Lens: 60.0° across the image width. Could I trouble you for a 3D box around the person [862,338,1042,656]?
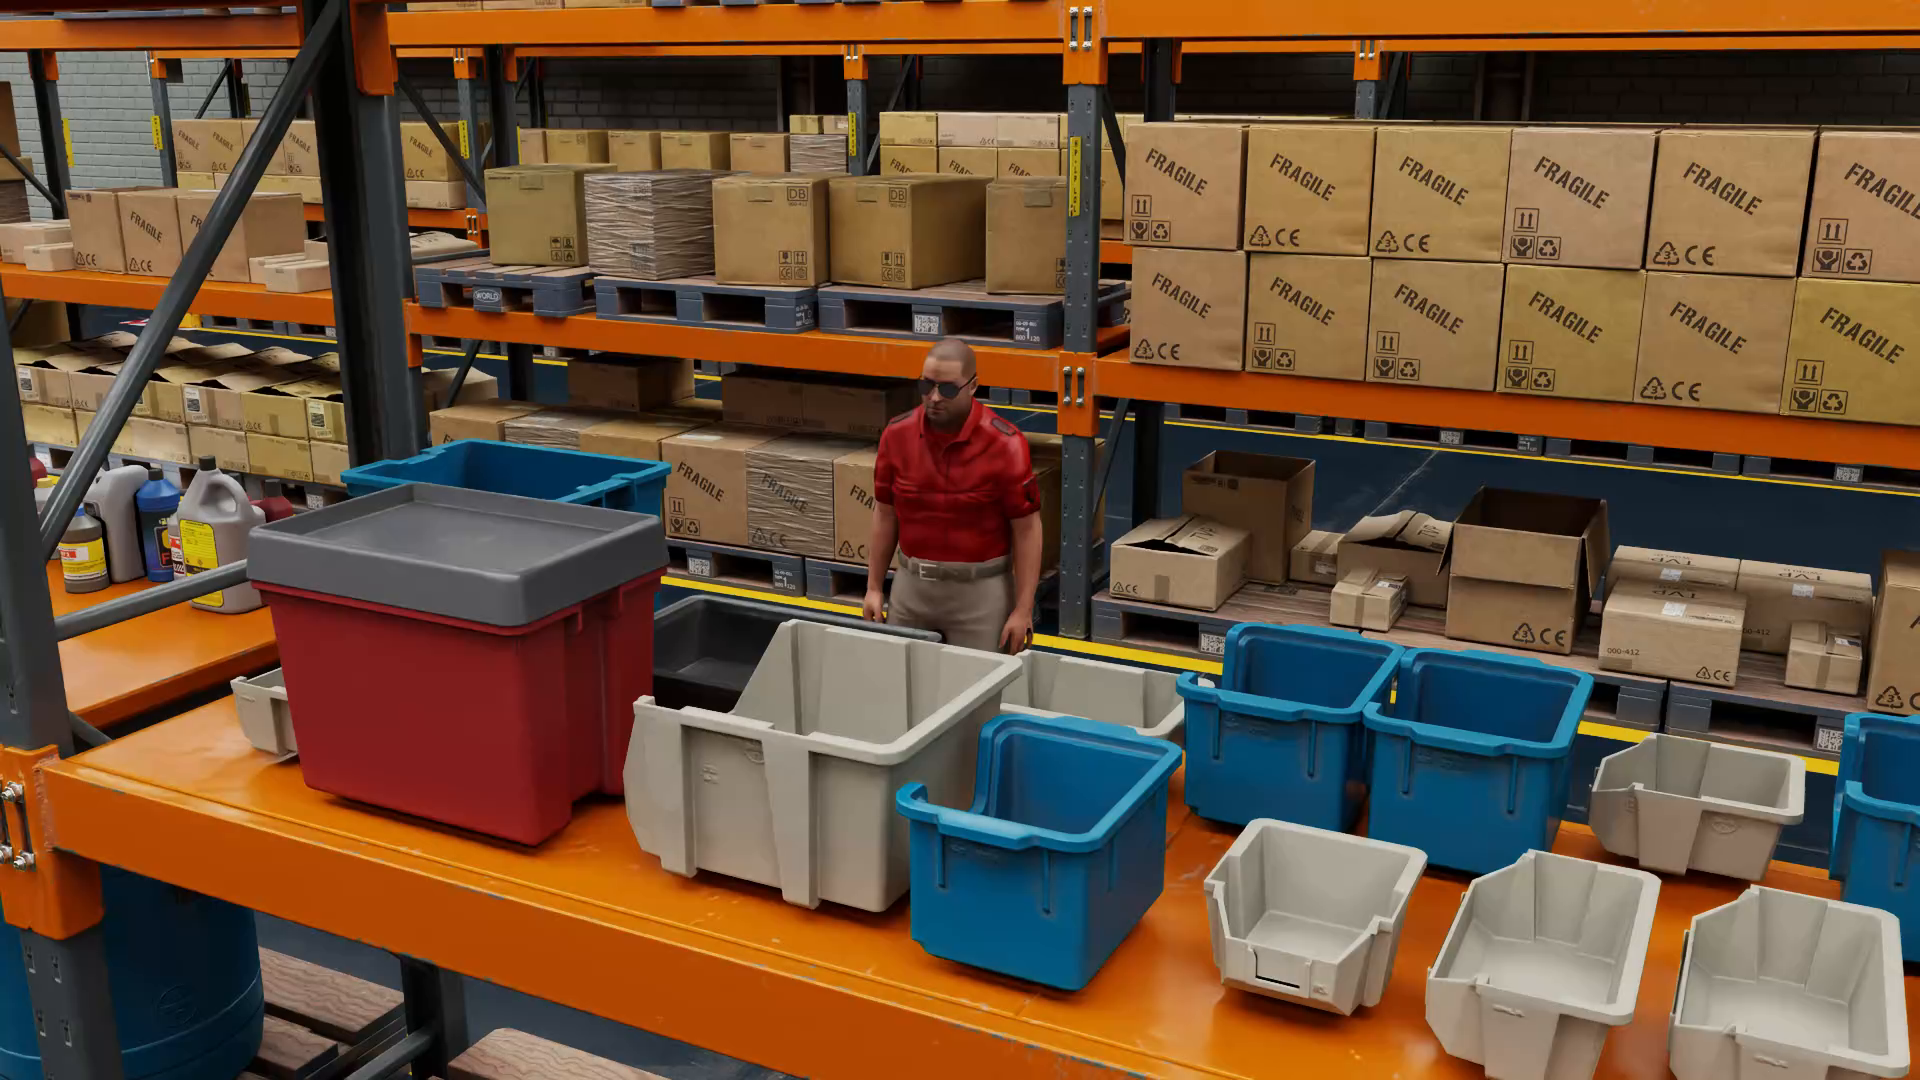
[{"bbox_3d":[-0.040,0.208,5.312,0.597,1.725,0.401,7,17,22],"label":"person"}]
